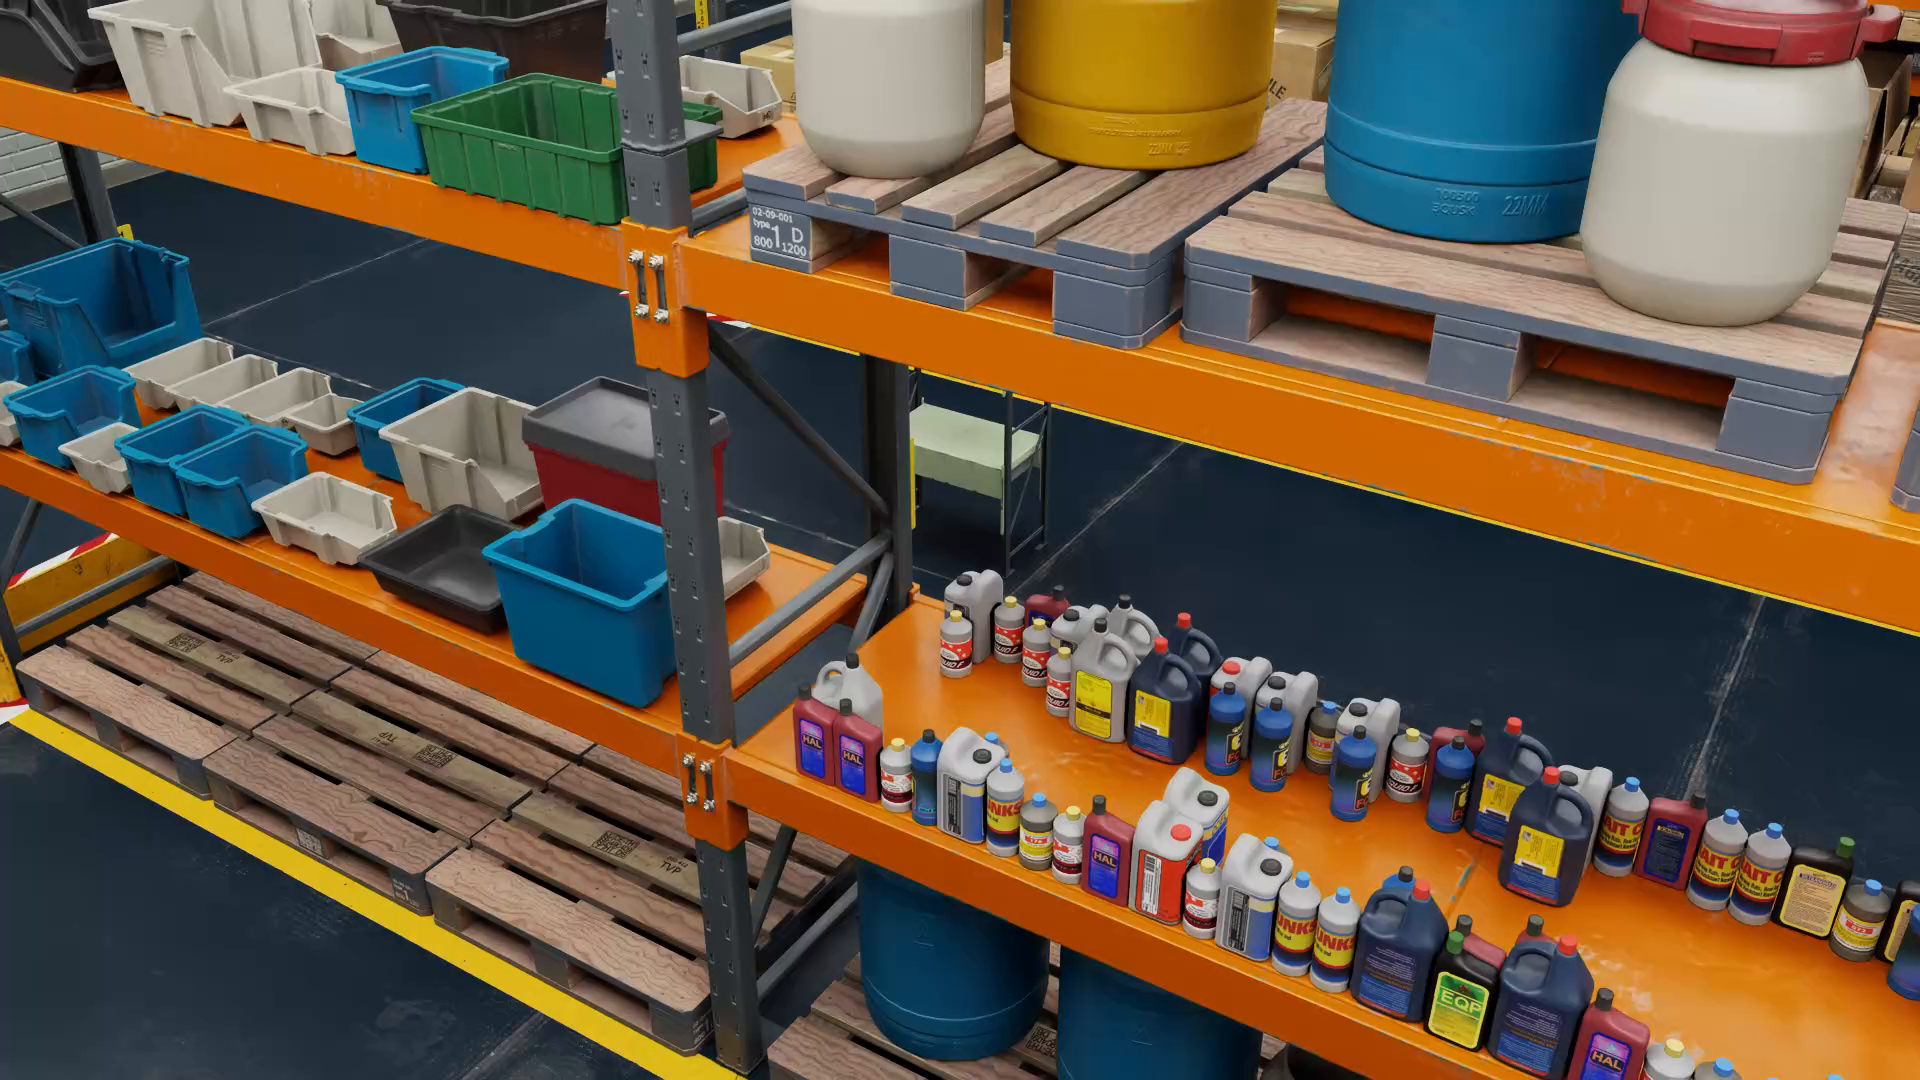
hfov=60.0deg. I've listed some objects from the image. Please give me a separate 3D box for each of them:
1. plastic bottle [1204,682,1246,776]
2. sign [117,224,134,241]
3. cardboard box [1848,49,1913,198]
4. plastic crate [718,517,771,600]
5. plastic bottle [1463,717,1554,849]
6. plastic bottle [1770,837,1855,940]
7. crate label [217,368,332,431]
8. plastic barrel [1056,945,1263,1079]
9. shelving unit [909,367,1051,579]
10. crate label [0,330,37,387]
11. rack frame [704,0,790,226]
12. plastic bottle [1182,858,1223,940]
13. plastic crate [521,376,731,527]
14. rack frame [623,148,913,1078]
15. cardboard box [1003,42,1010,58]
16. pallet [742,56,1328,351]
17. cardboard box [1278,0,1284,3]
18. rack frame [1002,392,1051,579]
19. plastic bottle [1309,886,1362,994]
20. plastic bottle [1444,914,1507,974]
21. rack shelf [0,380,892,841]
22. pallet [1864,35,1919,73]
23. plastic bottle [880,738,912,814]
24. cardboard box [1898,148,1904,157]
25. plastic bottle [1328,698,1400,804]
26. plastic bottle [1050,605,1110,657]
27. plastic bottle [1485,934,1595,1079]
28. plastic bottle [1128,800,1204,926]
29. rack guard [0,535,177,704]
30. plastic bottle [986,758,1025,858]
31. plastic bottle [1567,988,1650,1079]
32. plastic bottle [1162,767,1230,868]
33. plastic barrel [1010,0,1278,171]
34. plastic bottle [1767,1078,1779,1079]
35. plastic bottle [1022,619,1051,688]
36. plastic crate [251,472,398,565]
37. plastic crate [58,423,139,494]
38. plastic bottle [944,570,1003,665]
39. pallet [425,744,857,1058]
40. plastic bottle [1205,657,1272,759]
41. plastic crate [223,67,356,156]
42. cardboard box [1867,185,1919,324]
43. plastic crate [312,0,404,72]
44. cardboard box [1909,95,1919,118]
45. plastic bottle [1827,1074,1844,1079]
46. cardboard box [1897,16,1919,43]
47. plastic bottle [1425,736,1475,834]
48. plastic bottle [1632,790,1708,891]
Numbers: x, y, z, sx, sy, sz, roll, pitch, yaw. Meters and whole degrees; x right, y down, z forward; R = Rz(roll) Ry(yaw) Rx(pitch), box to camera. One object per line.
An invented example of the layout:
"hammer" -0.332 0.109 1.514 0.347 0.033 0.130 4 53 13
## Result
"plastic bottle" 0.725 0.506 4.534 0.097 0.271 0.097 0 30 0
"sign" -3.576 -1.190 7.150 0.005 0.325 0.100 18 35 27
"cardboard box" 3.821 -1.883 7.405 0.637 0.503 0.797 19 35 29
"plastic crate" -0.785 0.094 5.314 0.243 0.136 0.396 18 35 27
"plastic bottle" 1.418 0.615 4.269 0.185 0.351 0.144 18 35 27
"plastic bottle" 2.050 0.819 3.986 0.133 0.283 0.061 18 35 27
"crate label" -2.581 -0.503 6.337 0.243 0.136 0.396 18 35 27
"plastic barrel" 0.584 1.259 4.780 0.708 0.901 0.600 18 35 27
"shelving unit" 0.006 -0.646 7.869 0.755 1.500 0.431 18 35 27
"crate label" -3.821 -0.627 6.454 0.303 0.233 0.416 18 35 27
"rack frame" -1.222 -2.994 10.405 0.127 3.000 1.000 18 35 27
"plastic bottle" 0.590 0.855 4.005 0.097 0.201 0.097 0 30 0
"plastic crate" -1.090 -0.208 5.507 0.583 0.464 0.402 18 35 27
"rack frame" -0.467 0.192 4.945 0.127 3.000 1.000 18 35 27
"cardboard box" 0.190 -2.769 9.873 0.500 0.250 0.500 16 34 26
"pallet" 0.249 -0.854 3.948 1.003 0.211 1.213 18 35 27
"cardboard box" 1.483 -2.683 8.981 0.500 0.500 0.500 18 35 27
"rack frame" 0.316 -0.548 7.701 0.023 1.500 0.400 18 35 27
"plastic bottle" 0.869 0.913 3.836 0.097 0.271 0.097 0 30 0
"plastic bottle" 1.146 0.970 3.727 0.133 0.283 0.061 18 35 27
"rack shelf" -2.161 -0.033 6.044 4.000 0.370 1.077 18 35 27
"pallet" 6.578 -3.371 11.241 1.213 0.211 1.003 18 35 27
"plastic bottle" -0.163 0.617 4.413 0.097 0.201 0.097 0 30 0
"cardboard box" 6.273 -2.527 11.669 0.500 0.500 0.500 18 35 28
"plastic bottle" 1.085 0.544 4.464 0.135 0.276 0.152 18 35 27
"plastic bottle" 0.348 0.311 4.864 0.135 0.276 0.152 18 35 27
"plastic bottle" 1.271 0.992 3.622 0.185 0.351 0.144 18 35 27
"plastic bottle" 0.507 0.780 4.060 0.135 0.276 0.152 18 35 27
"rack guard" -3.882 0.199 7.413 0.348 0.500 1.175 18 35 27
"plastic bottle" 0.116 0.675 4.245 0.097 0.271 0.097 0 30 0
"plastic bottle" 1.383 1.081 3.536 0.133 0.283 0.061 18 35 27
"plastic bottle" 0.587 0.715 4.171 0.135 0.276 0.152 18 35 27
"plastic barrel" 0.414 -1.209 3.765 0.600 0.588 0.600 0 30 0
"plastic bottle" 1.656 1.192 3.427 0.097 0.201 0.097 0 30 0
"plastic bottle" 0.232 0.326 4.911 0.097 0.201 0.097 0 30 0
"plastic crate" -2.102 -0.059 5.576 0.466 0.136 0.293 18 35 27
"plastic crate" -3.019 -0.282 5.959 0.298 0.136 0.250 18 35 27
"plastic bottle" 0.039 0.213 5.032 0.135 0.276 0.152 18 35 27
"pallet" -1.111 1.216 5.957 1.213 0.211 1.003 18 35 27
"plastic bottle" 0.775 0.446 4.632 0.135 0.276 0.152 18 35 27
"plastic crate" -1.747 -1.168 4.561 0.466 0.136 0.293 18 35 27
"cardboard box" 4.143 -1.194 7.221 0.500 0.500 0.500 16 34 26
"plastic crate" -1.973 -1.614 5.325 0.530 0.136 0.437 18 35 27
"cardboard box" 6.537 -3.067 11.850 0.500 0.250 0.500 16 34 25
"plastic bottle" 1.738 1.188 3.365 0.097 0.271 0.097 0 30 0
"cardboard box" 6.298 -3.367 10.877 0.250 0.149 0.380 16 34 25
"plastic bottle" 1.279 0.627 4.326 0.097 0.271 0.097 0 30 0
"plastic bottle" 1.772 0.731 4.137 0.133 0.283 0.061 18 35 27
